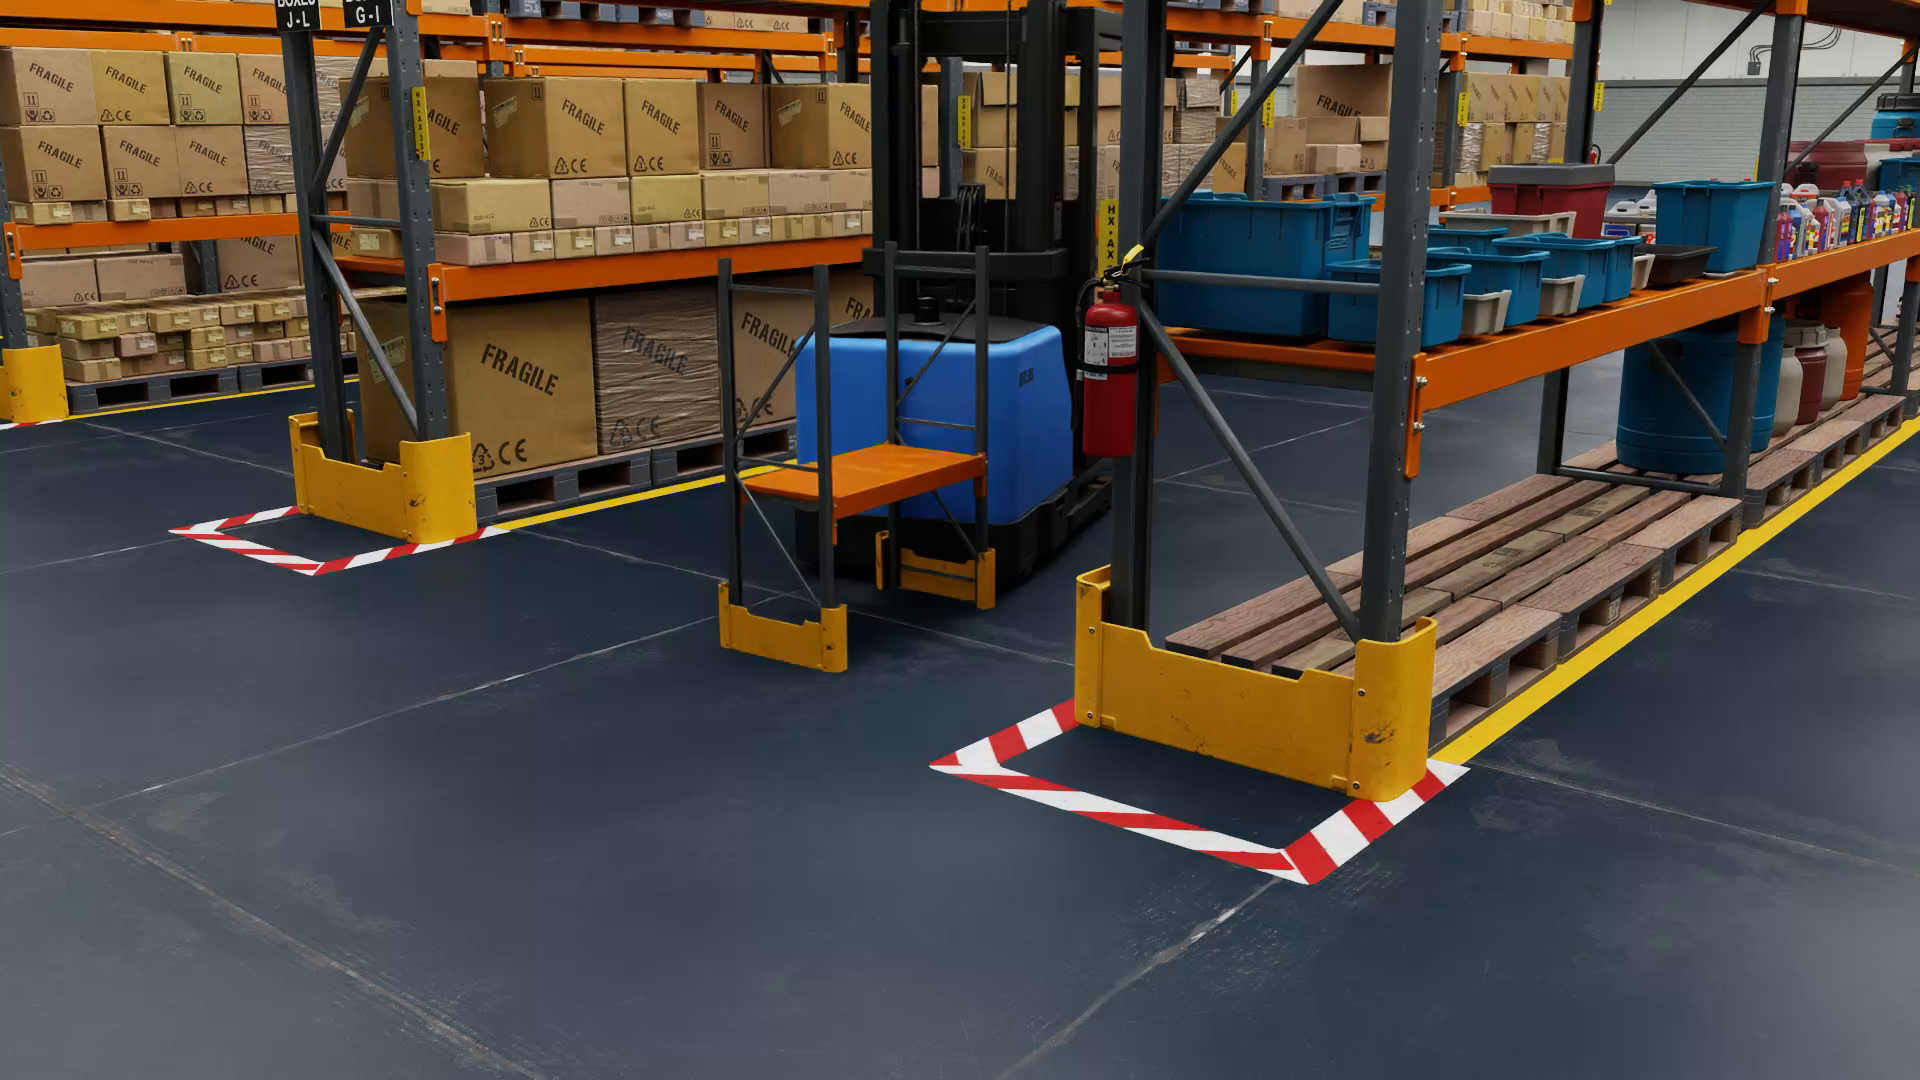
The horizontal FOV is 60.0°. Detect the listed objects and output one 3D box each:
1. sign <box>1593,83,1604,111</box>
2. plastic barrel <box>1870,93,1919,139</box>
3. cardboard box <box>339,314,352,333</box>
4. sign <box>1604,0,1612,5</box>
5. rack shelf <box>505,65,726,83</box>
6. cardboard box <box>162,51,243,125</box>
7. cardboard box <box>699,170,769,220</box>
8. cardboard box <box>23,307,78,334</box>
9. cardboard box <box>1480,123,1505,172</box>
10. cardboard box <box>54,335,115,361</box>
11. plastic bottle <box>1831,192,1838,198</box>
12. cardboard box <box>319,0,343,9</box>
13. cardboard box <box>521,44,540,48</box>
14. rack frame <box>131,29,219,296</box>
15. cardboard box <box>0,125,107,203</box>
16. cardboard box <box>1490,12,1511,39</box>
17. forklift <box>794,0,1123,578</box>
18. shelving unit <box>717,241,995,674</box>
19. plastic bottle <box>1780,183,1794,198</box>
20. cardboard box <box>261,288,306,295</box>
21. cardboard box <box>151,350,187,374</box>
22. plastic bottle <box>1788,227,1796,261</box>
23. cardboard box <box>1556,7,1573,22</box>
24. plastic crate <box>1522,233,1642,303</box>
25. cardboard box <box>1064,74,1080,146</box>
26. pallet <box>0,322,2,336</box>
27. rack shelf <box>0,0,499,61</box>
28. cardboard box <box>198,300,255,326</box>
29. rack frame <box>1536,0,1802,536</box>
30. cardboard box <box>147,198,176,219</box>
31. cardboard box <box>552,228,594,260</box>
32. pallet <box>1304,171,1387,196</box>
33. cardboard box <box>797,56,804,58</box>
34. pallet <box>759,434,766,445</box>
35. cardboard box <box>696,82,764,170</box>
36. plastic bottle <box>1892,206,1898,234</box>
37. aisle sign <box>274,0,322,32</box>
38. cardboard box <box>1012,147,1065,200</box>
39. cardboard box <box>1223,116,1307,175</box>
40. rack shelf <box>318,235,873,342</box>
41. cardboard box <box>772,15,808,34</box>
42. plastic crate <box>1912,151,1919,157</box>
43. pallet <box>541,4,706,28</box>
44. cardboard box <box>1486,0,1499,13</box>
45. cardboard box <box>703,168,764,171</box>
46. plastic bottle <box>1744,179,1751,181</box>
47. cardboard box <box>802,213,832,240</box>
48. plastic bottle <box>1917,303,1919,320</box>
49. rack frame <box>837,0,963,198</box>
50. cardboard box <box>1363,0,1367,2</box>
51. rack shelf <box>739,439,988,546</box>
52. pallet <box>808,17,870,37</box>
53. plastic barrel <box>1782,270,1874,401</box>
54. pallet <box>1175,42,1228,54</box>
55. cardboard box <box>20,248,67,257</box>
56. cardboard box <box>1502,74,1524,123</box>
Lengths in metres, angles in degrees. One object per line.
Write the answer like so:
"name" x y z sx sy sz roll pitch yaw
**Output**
"sign" 7.556 -5.242 19.670 0.100 0.325 0.005 11 18 38
"plastic barrel" 7.996 -3.300 14.004 0.600 0.901 0.708 11 18 38
"cardboard box" -5.029 -1.721 13.140 0.380 0.149 0.250 10 17 35
"sign" 7.556 -6.410 19.373 0.100 0.325 0.005 11 18 38
"rack shelf" -5.692 -7.640 27.474 1.077 0.370 4.000 11 18 38
"cardboard box" -5.569 -3.256 12.008 0.500 0.500 0.500 11 18 36
"cardboard box" -1.444 -1.971 9.491 0.500 0.250 0.500 11 18 36
"cardboard box" -6.578 -1.590 12.020 0.380 0.149 0.250 12 18 38
"cardboard box" 5.295 -4.210 17.797 0.875 0.500 0.500 11 18 38
"cardboard box" -6.185 -1.366 11.742 0.380 0.149 0.250 12 19 40
"plastic bottle" 5.092 -1.886 9.693 0.061 0.283 0.133 11 18 38
"cardboard box" -4.940 -4.160 12.618 0.500 0.250 0.500 11 18 37
"cardboard box" -5.269 -5.984 20.006 0.380 0.149 0.250 11 18 38
"rack frame" -8.114 -3.852 17.195 1.000 3.000 0.127 11 18 38
"cardboard box" -6.217 -2.576 11.362 0.500 0.500 0.500 12 19 40
"cardboard box" 5.433 -5.381 17.424 0.500 0.250 0.500 11 18 37
"forklift" 0.203 -1.572 8.358 1.130 2.935 3.031 5 15 18
"shelving unit" -0.393 -0.378 6.563 0.587 1.500 1.083 10 17 34
"plastic bottle" 5.438 -2.225 11.043 0.152 0.276 0.135 11 18 38
"cardboard box" -5.394 -1.928 13.348 0.380 0.149 0.250 10 18 35
"cardboard box" -5.884 -1.324 12.178 0.380 0.149 0.250 12 18 38
"plastic bottle" 4.151 -1.511 8.381 0.097 0.201 0.097 0 14 0
"cardboard box" 6.724 -5.937 18.804 0.380 0.149 0.250 11 18 38
"plastic crate" 2.360 -1.040 6.344 0.416 0.233 0.300 11 18 38
"cardboard box" 0.430 -3.107 12.019 0.797 0.503 0.637 12 18 38
"pallet" -9.419 -2.133 16.089 1.003 0.211 1.213 11 18 38
"rack shelf" -5.457 -3.828 12.468 1.077 0.370 4.000 11 18 38
"cardboard box" -5.510 -1.709 12.488 0.380 0.149 0.250 12 19 40
"rack frame" 3.447 -1.552 8.141 1.000 3.000 0.127 11 18 38
"cardboard box" -5.861 -2.398 11.982 0.380 0.149 0.250 12 19 40
"cardboard box" -2.119 -1.546 8.628 0.380 0.149 0.250 11 18 36
"pallet" 3.321 -3.377 15.715 1.003 0.211 1.213 11 18 38
"cardboard box" -2.421 -6.844 23.391 0.380 0.149 0.250 11 18 38
"pallet" -0.944 -0.834 10.976 1.003 0.211 1.213 11 18 38
"cardboard box" -1.544 -2.508 10.081 0.500 0.500 0.500 11 18 36
"plastic bottle" 5.746 -1.996 10.293 0.097 0.201 0.097 0 14 0
"aisle sign" -3.198 -2.845 7.951 0.394 0.787 0.004 11 18 38
"cardboard box" 0.393 -2.513 11.720 0.500 0.500 0.500 11 18 38
"cardboard box" 2.690 -3.569 15.023 0.500 0.500 0.700 -13 19 -41
"rack shelf" -1.663 -1.587 9.739 1.077 0.370 4.000 11 18 38
"cardboard box" -1.847 -5.225 16.305 0.500 0.500 0.500 11 18 38
"plastic crate" 7.215 -2.611 12.181 0.402 0.464 0.583 11 18 38
"pallet" -3.080 -4.769 15.094 1.213 0.211 1.003 11 18 38
"cardboard box" 5.369 -5.550 17.281 0.380 0.149 0.250 11 18 38
"cardboard box" -1.542 -2.146 10.180 0.500 0.250 0.500 12 18 39
"plastic bottle" 4.665 -1.968 9.879 0.144 0.351 0.185 11 18 38
"cardboard box" -0.989 -1.891 9.984 0.380 0.149 0.250 12 18 39
"plastic bottle" 8.656 -2.182 15.105 0.144 0.351 0.185 11 18 36
"rack frame" -0.406 -2.319 11.158 1.000 3.000 0.127 11 18 38
"cardboard box" 3.522 -5.020 15.323 0.380 0.166 0.250 11 18 36
"rack shelf" -0.388 -0.205 6.615 0.538 0.185 1.000 10 17 34
"pallet" -1.322 -5.366 17.443 1.213 0.211 1.003 12 19 40
"plastic barrel" 5.667 -1.374 10.993 0.600 0.830 0.708 11 18 38
"pallet" 2.884 -6.671 22.378 1.003 0.211 1.213 11 18 38
"cardboard box" -11.498 -3.670 20.700 0.500 0.500 0.500 12 19 40
"cardboard box" 5.731 -4.767 17.956 0.500 0.500 0.500 11 18 38
